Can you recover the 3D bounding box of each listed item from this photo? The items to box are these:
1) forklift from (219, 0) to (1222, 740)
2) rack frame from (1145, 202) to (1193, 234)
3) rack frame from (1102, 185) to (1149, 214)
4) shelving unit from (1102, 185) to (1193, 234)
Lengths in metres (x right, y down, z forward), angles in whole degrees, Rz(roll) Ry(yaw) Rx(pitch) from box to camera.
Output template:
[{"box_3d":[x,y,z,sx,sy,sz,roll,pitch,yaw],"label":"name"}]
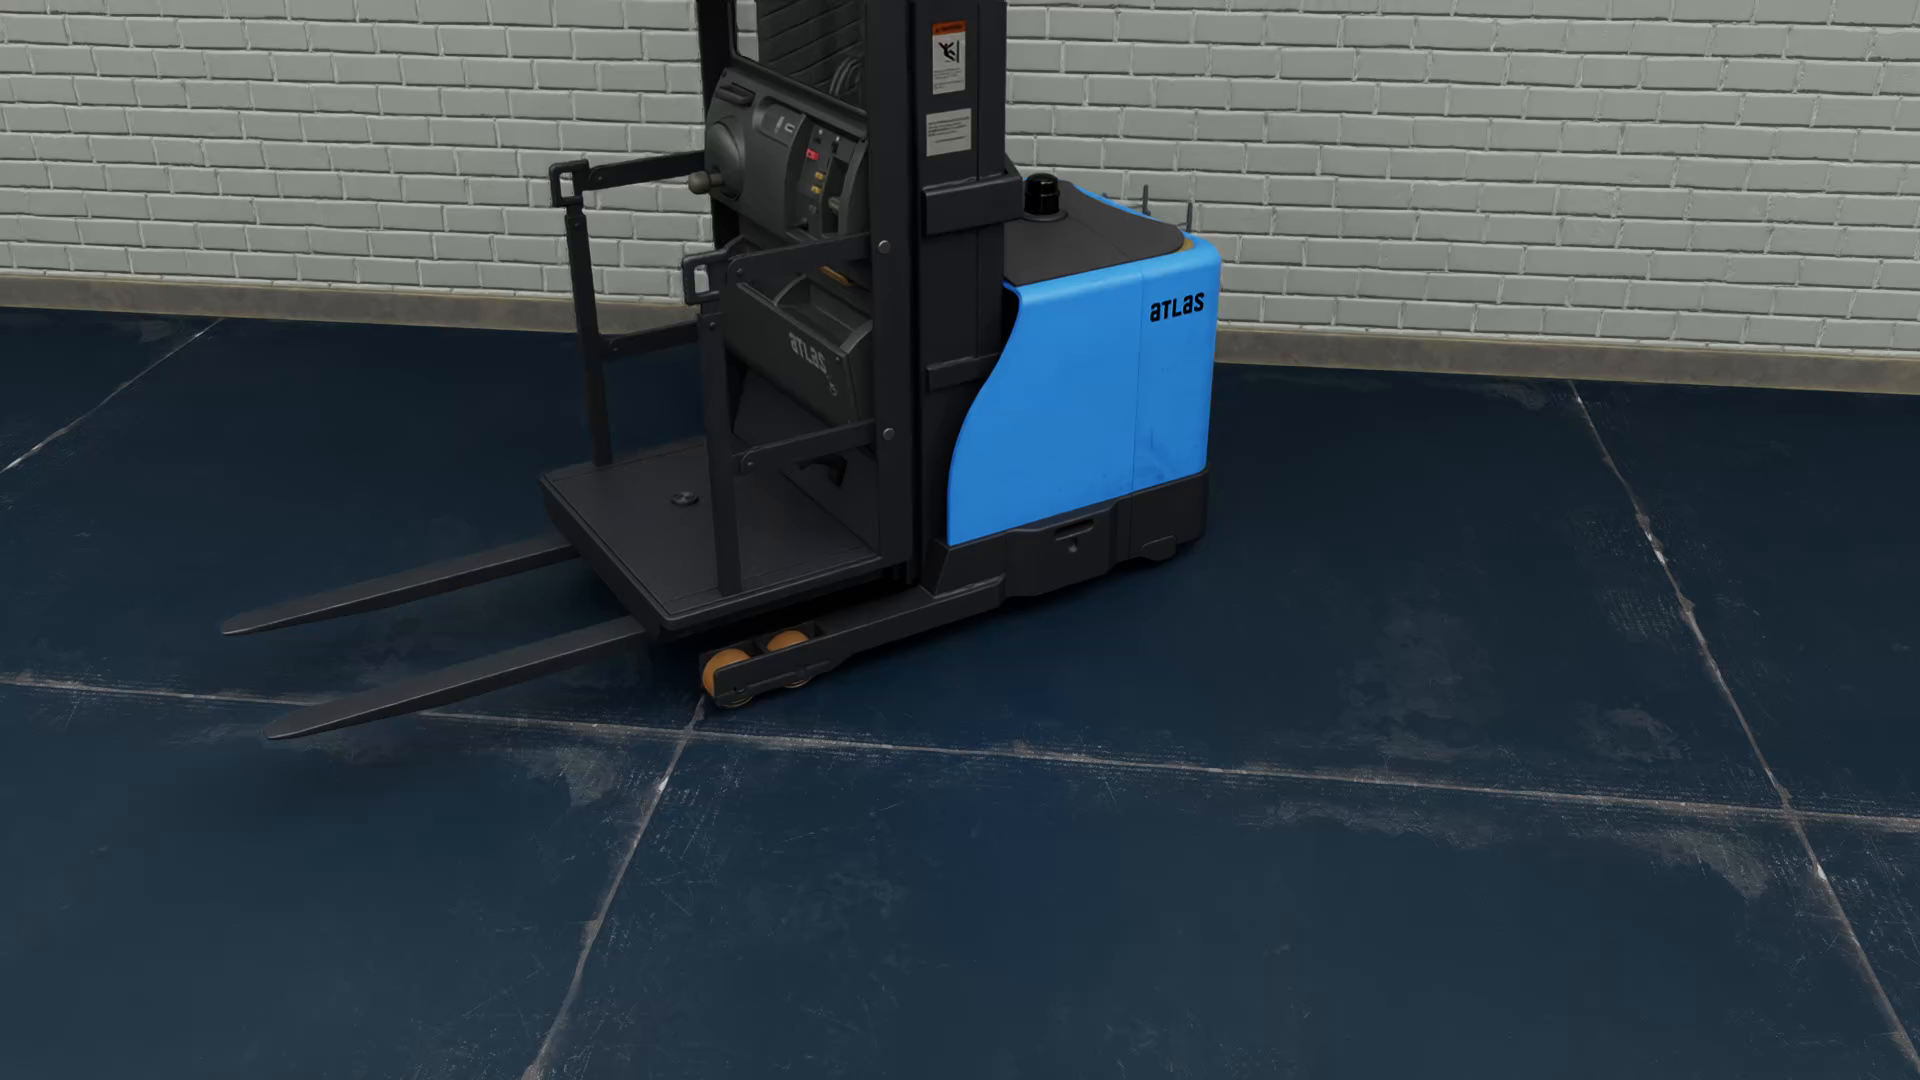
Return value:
[{"box_3d":[-0.686,-1.089,4.681,3.031,2.935,1.130,-16,32,-28],"label":"forklift"},{"box_3d":[0.710,-0.667,5.880,0.200,1.050,0.008,-17,33,-28],"label":"rack frame"},{"box_3d":[0.578,-0.764,6.061,0.200,1.050,0.008,-17,33,-28],"label":"rack frame"},{"box_3d":[0.644,-0.715,5.971,0.215,1.050,0.252,-17,33,-28],"label":"shelving unit"}]
